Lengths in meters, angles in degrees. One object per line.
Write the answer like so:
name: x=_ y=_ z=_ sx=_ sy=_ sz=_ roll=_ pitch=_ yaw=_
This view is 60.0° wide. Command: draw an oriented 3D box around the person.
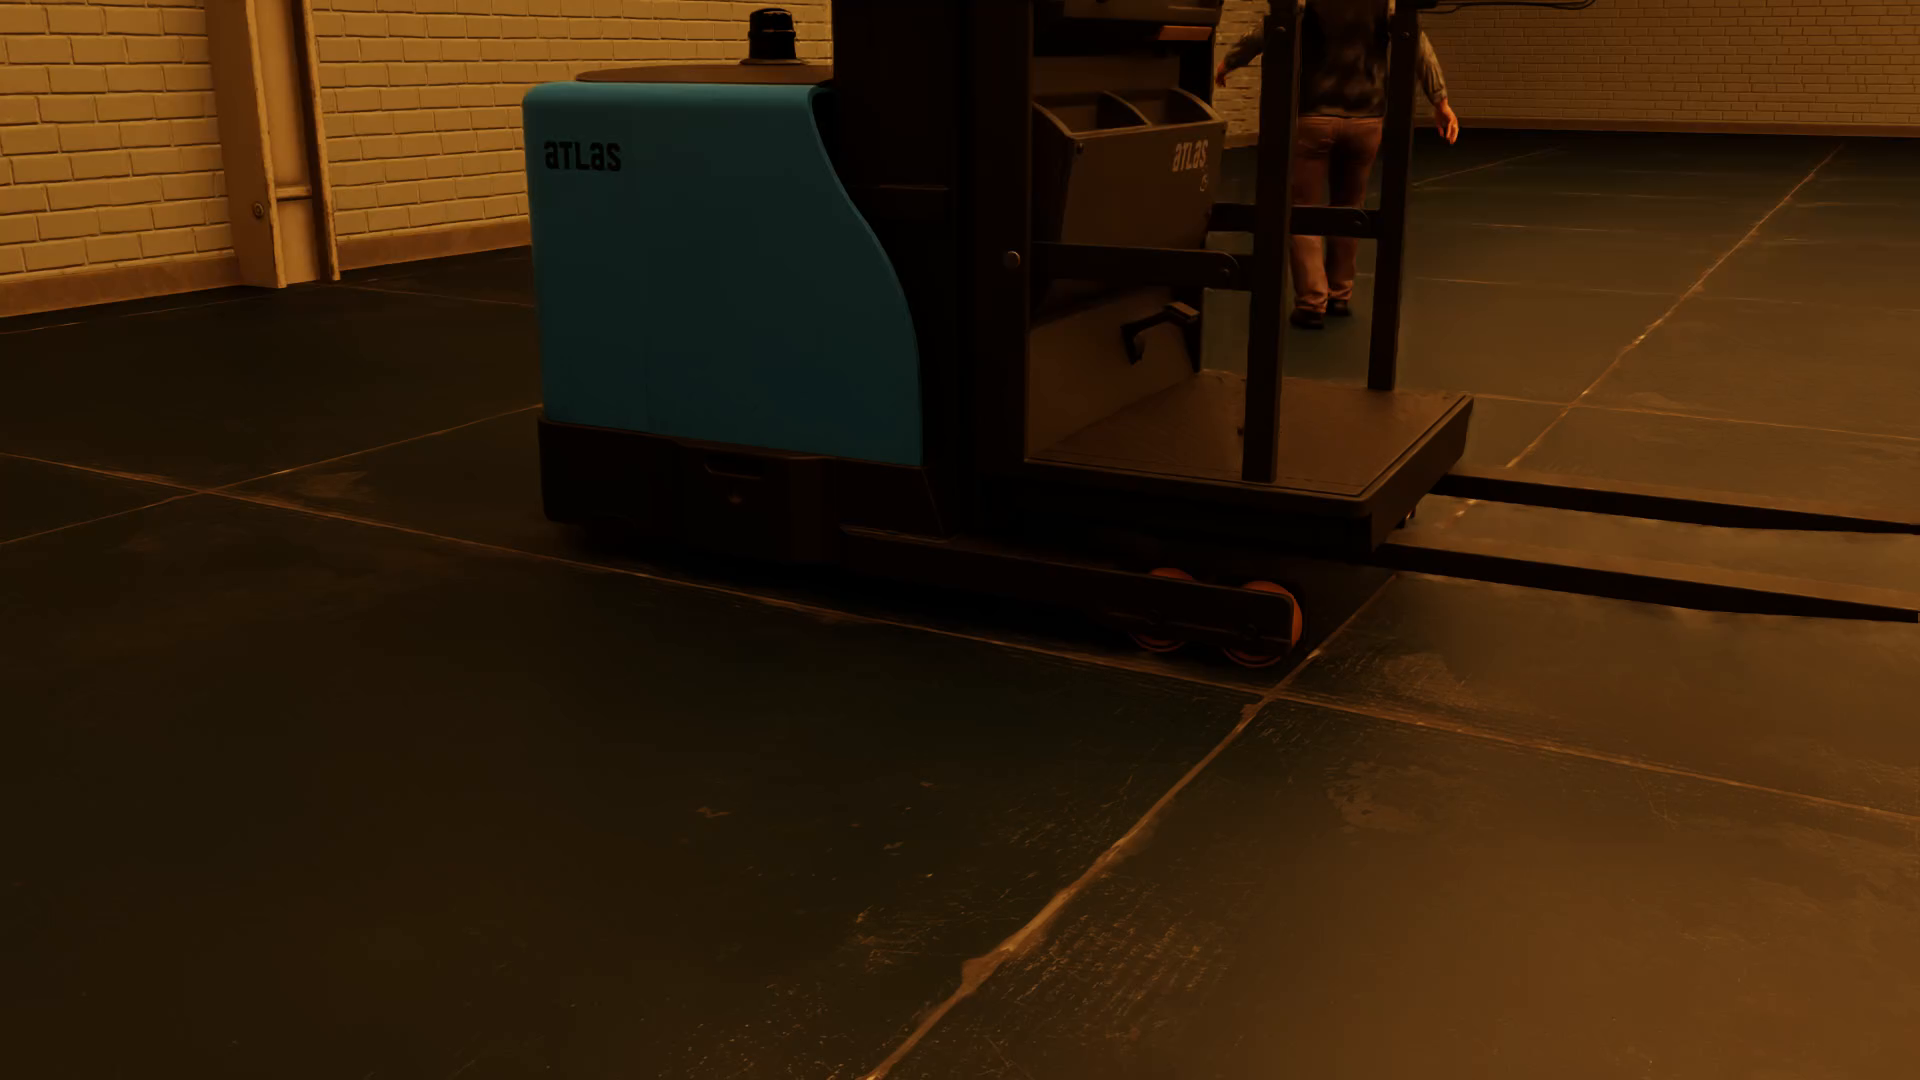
person: x=1.616 y=-1.785 z=7.168 sx=0.974 sy=1.722 sz=0.693 roll=0 pitch=16 yaw=-1

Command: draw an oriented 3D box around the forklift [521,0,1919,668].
forklift: x=0.550 y=-1.330 z=3.370 sx=3.031 sy=2.935 sz=1.130 roll=8 pitch=18 yaw=26
